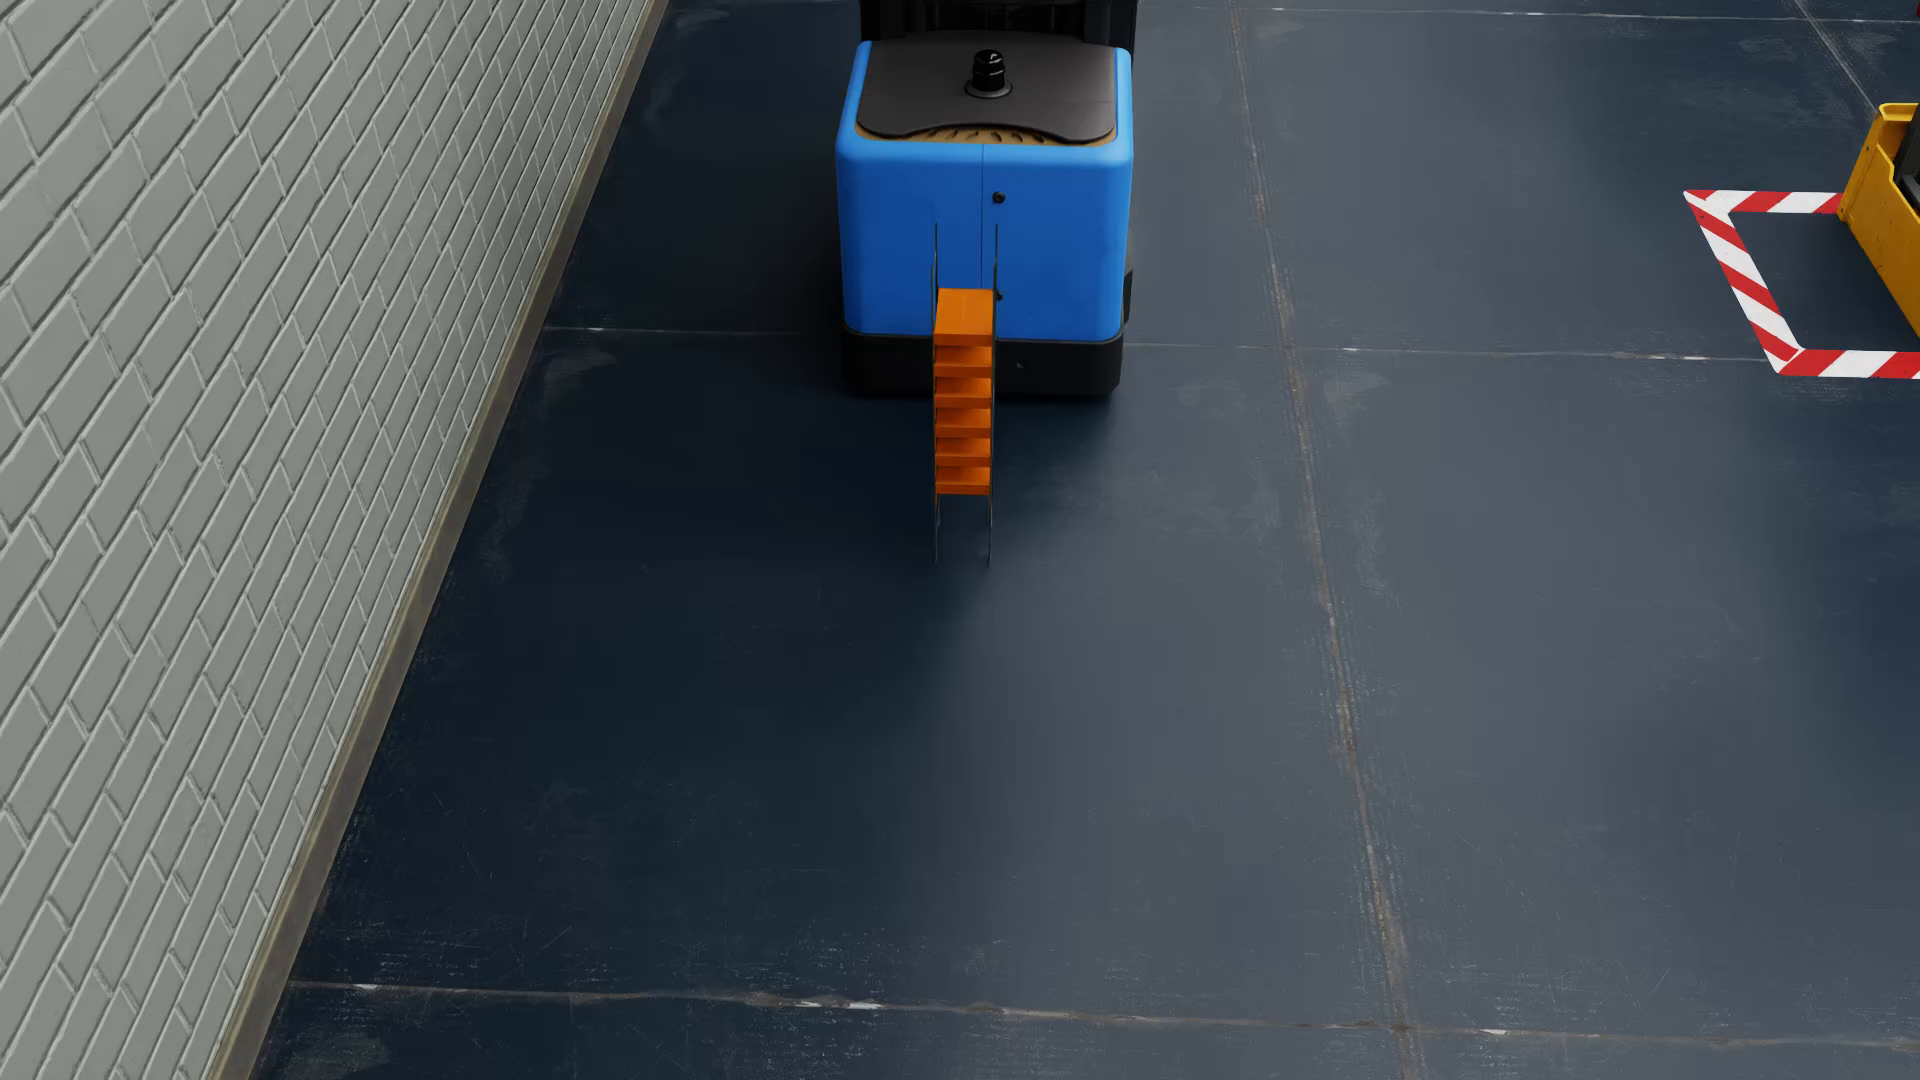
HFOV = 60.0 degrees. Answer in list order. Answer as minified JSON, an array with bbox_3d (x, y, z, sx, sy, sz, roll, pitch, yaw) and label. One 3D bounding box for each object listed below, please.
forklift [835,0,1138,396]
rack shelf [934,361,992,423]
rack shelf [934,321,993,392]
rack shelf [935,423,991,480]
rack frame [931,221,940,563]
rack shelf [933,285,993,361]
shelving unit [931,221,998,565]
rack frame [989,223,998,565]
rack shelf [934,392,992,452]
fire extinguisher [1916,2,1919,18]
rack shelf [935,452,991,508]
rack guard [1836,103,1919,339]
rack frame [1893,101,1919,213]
[{"bbox_3d":[0.166,-2.607,6.398,1.130,2.935,3.031,2,43,3],"label":"forklift"},{"bbox_3d":[0.014,-0.494,5.289,0.180,0.103,0.258,2,43,2],"label":"rack shelf"},{"bbox_3d":[0.014,-0.582,5.207,0.180,0.103,0.258,2,43,2],"label":"rack shelf"},{"bbox_3d":[0.014,-0.318,5.453,0.180,0.103,0.258,2,43,2],"label":"rack shelf"},{"bbox_3d":[-0.077,-0.441,5.344,0.006,1.200,0.240,2,43,2],"label":"rack frame"},{"bbox_3d":[0.014,-0.669,5.125,0.180,0.103,0.258,2,43,2],"label":"rack shelf"},{"bbox_3d":[0.014,-0.439,5.341,0.189,1.200,0.258,2,43,2],"label":"shelving unit"},{"bbox_3d":[0.106,-0.436,5.338,0.006,1.200,0.240,2,43,2],"label":"rack frame"},{"bbox_3d":[0.014,-0.406,5.371,0.180,0.103,0.258,2,43,2],"label":"rack shelf"},{"bbox_3d":[3.884,-2.323,6.374,0.183,0.674,0.296,2,43,2],"label":"fire extinguisher"},{"bbox_3d":[0.014,-0.230,5.534,0.180,0.103,0.258,2,43,2],"label":"rack shelf"},{"bbox_3d":[3.989,-1.251,6.726,0.348,0.500,1.175,2,43,2],"label":"rack guard"},{"bbox_3d":[4.014,-2.174,5.883,0.127,3.000,1.000,2,43,2],"label":"rack frame"}]
